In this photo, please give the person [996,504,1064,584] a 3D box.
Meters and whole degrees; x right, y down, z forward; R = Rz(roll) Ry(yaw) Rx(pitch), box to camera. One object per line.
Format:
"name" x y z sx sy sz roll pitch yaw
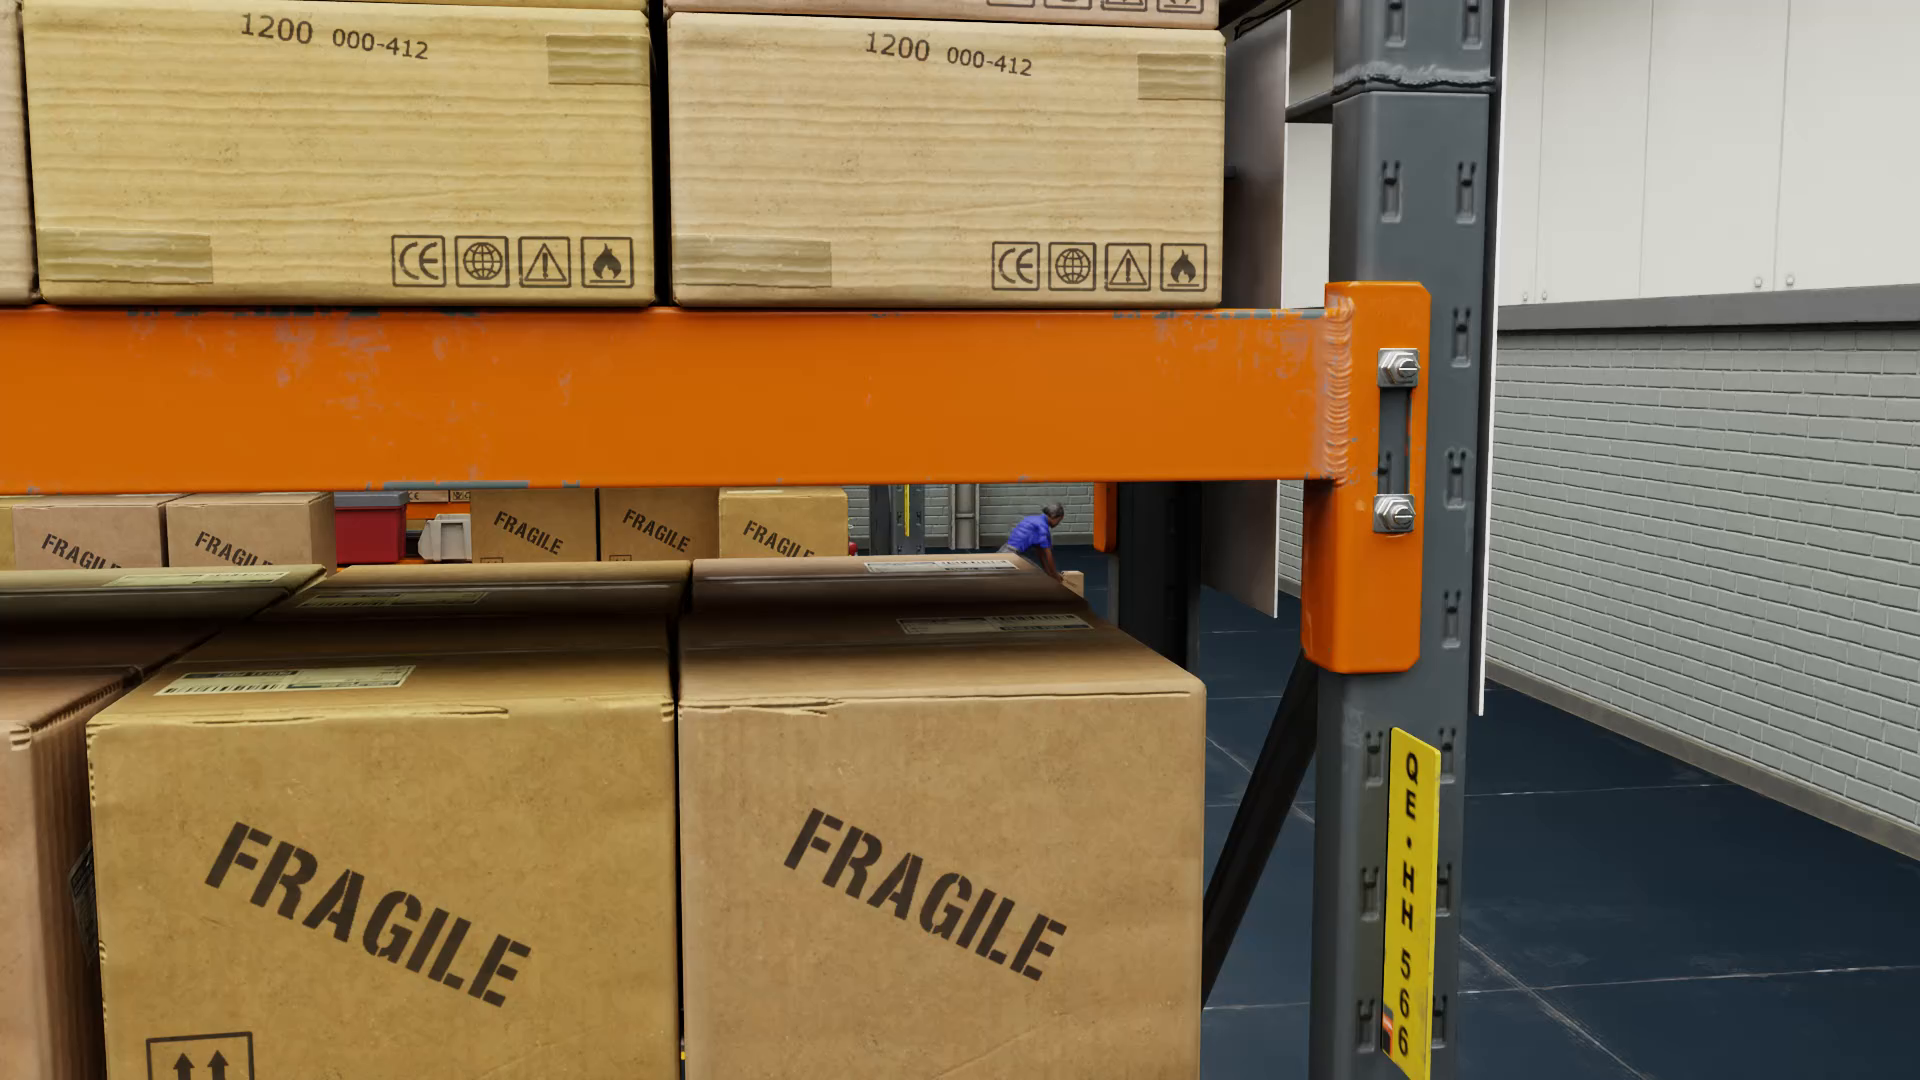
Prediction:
"person" 0.720 0.214 17.170 0.726 1.168 0.501 -1 7 -9
